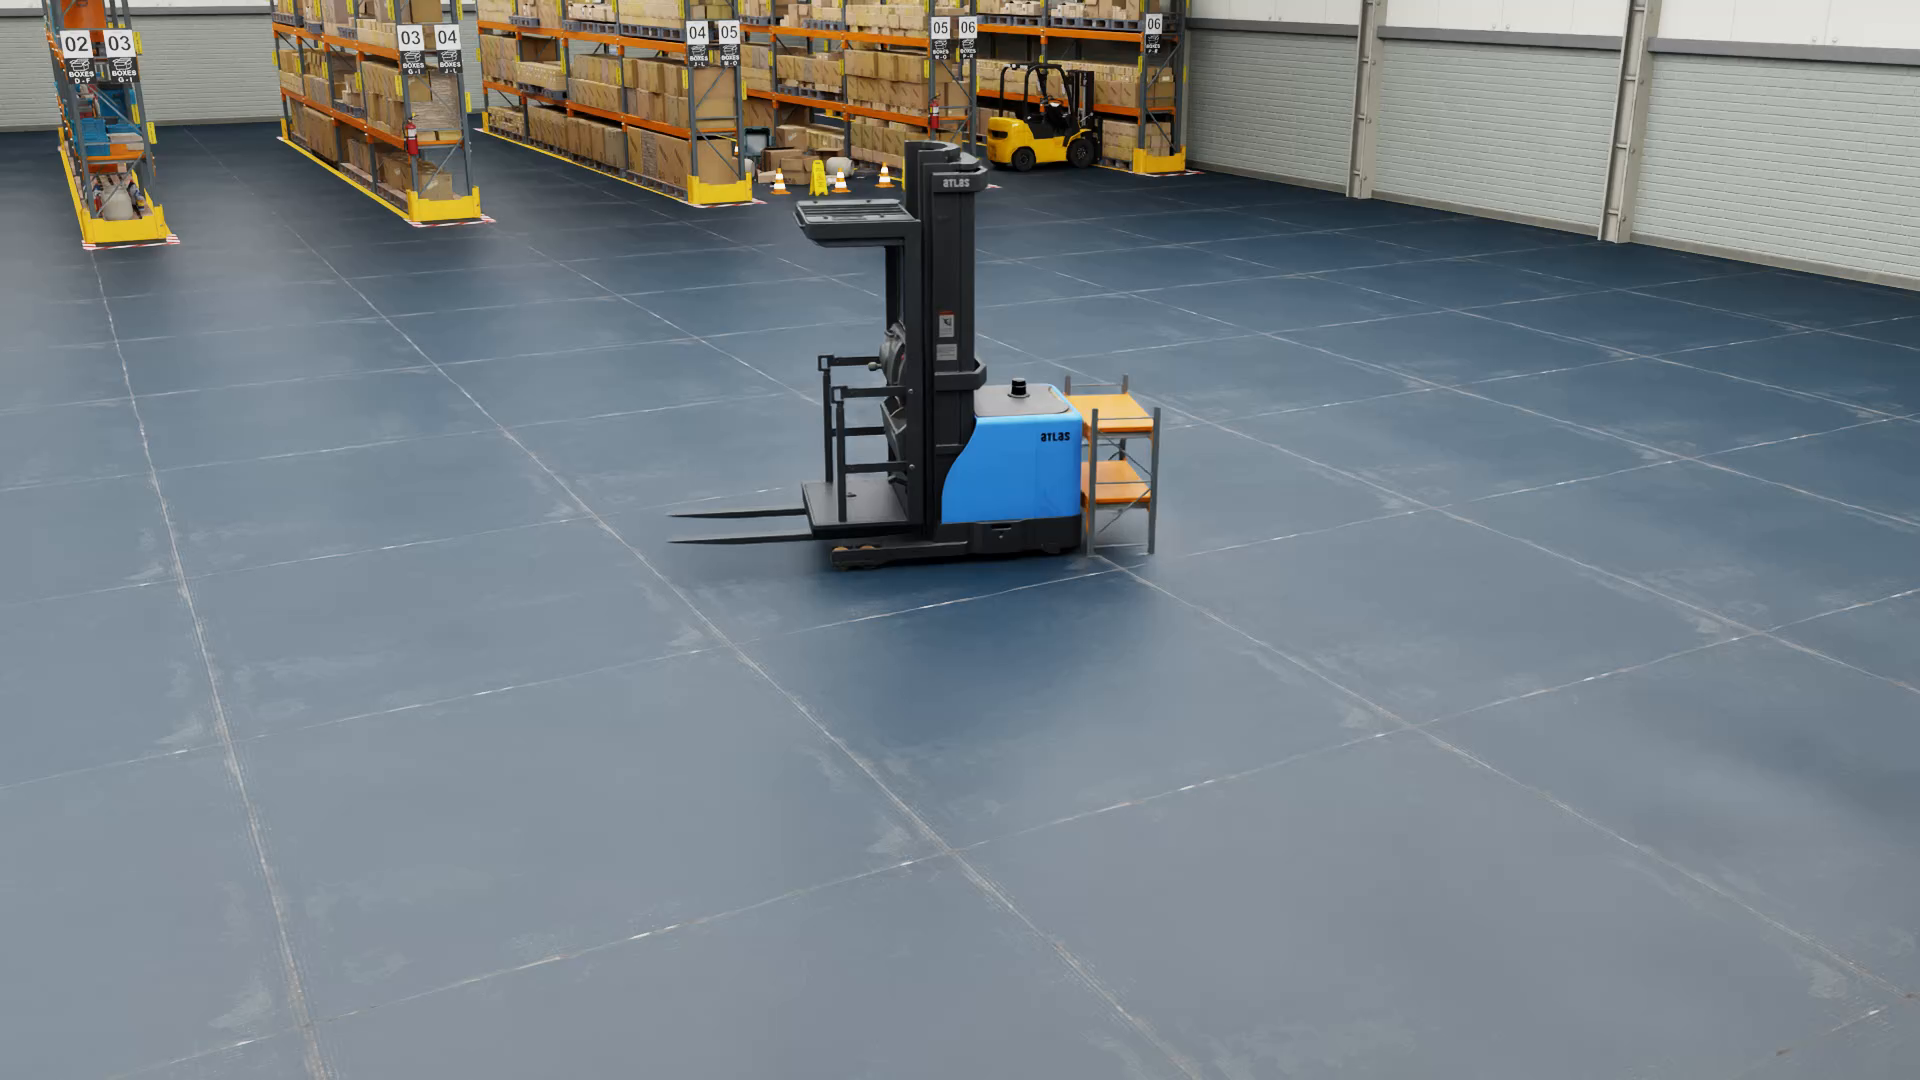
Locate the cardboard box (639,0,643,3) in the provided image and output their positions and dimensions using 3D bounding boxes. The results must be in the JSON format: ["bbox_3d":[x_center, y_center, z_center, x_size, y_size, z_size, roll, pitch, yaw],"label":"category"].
[{"bbox_3d":[-5.874,-10.255,31.519,0.380,0.149,0.250,-10,21,-27],"label":"cardboard box"}]

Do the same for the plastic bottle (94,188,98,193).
[{"bbox_3d":[-14.932,-5.948,28.779,0.097,0.271,0.097,0,19,0],"label":"plastic bottle"}]

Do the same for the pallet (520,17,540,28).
[{"bbox_3d":[-9.458,-11.990,38.470,1.213,0.211,1.003,-10,21,-27],"label":"pallet"}]

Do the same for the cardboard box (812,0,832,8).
[{"bbox_3d":[-2.936,-11.869,36.651,0.500,0.250,0.500,-10,21,-26],"label":"cardboard box"}]

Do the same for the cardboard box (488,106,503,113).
[{"bbox_3d":[-12.102,-11.229,43.390,0.380,0.149,0.250,-11,22,-29],"label":"cardboard box"}]

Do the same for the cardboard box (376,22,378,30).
[{"bbox_3d":[-10.079,-9.073,29.348,0.380,0.149,0.250,-9,21,-25],"label":"cardboard box"}]

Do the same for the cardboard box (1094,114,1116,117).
[{"bbox_3d":[3.208,-9.391,37.286,0.500,0.250,0.500,-10,21,-26],"label":"cardboard box"}]

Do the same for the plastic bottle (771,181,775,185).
[{"bbox_3d":[-3.687,-7.133,33.209,0.283,0.061,0.133,16,25,39],"label":"plastic bottle"}]

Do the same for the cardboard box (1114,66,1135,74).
[{"bbox_3d":[3.520,-10.057,35.575,0.380,0.149,0.250,-10,21,-26],"label":"cardboard box"}]

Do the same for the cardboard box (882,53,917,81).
[{"bbox_3d":[-1.147,-9.553,33.576,0.700,0.500,0.500,-10,22,-27],"label":"cardboard box"}]

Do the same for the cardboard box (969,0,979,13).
[{"bbox_3d":[0.552,-13.035,40.258,0.500,0.500,0.500,-10,21,-26],"label":"cardboard box"}]

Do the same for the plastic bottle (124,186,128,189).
[{"bbox_3d":[-14.593,-6.044,29.049,0.152,0.276,0.135,-10,21,-27],"label":"plastic bottle"}]

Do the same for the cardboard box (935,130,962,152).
[{"bbox_3d":[-0.297,-8.037,33.747,0.500,0.500,0.500,-11,22,-28],"label":"cardboard box"}]

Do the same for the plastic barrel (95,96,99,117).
[{"bbox_3d":[-15.941,-8.057,31.173,0.433,0.535,0.433,0,19,0],"label":"plastic barrel"}]

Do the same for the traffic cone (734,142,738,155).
[{"bbox_3d":[-4.884,-8.519,36.611,0.336,0.463,0.334,-10,21,-27],"label":"traffic cone"}]

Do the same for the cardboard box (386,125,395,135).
[{"bbox_3d":[-9.989,-7.313,29.612,0.380,0.149,0.250,-10,21,-27],"label":"cardboard box"}]

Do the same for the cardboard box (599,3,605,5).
[{"bbox_3d":[-7.492,-11.372,35.729,0.500,0.311,0.500,-10,21,-27],"label":"cardboard box"}]

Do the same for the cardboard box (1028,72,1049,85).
[{"bbox_3d":[1.863,-10.688,38.470,0.500,0.250,0.500,-10,22,-28],"label":"cardboard box"}]

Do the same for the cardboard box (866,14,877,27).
[{"bbox_3d":[-1.598,-10.678,34.152,0.500,0.250,0.500,-10,21,-26],"label":"cardboard box"}]

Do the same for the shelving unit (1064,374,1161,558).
[{"bbox_3d":[1.123,-0.581,12.587,0.538,1.125,1.048,-2,19,-7],"label":"shelving unit"}]

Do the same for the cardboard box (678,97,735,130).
[{"bbox_3d":[-4.670,-7.878,30.632,0.875,0.550,0.550,-10,21,-27],"label":"cardboard box"}]

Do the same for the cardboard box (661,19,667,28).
[{"bbox_3d":[-5.271,-9.514,30.593,0.380,0.149,0.250,-10,21,-26],"label":"cardboard box"}]

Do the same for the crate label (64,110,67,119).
[{"bbox_3d":[-17.155,-8.239,32.166,0.303,0.233,0.416,-10,21,-27],"label":"crate label"}]

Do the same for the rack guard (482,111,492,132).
[{"bbox_3d":[-12.016,-11.097,44.023,1.175,0.500,0.348,-10,21,-27],"label":"rack guard"}]

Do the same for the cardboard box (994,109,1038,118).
[{"bbox_3d":[1.343,-10.085,40.255,0.875,0.625,0.625,-11,22,-29],"label":"cardboard box"}]

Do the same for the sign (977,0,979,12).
[{"bbox_3d":[0.332,-10.418,32.286,0.100,0.325,0.005,-10,21,-27],"label":"sign"}]

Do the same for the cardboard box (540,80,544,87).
[{"bbox_3d":[-9.375,-10.448,38.053,0.380,0.149,0.250,-11,22,-29],"label":"cardboard box"}]

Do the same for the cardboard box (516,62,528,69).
[{"bbox_3d":[-10.370,-11.329,39.692,0.380,0.149,0.250,-9,21,-24],"label":"cardboard box"}]

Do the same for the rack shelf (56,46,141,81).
[{"bbox_3d":[-14.176,-7.853,27.294,1.077,0.370,4.000,-10,21,-27],"label":"rack shelf"}]

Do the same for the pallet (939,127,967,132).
[{"bbox_3d":[0.101,-10.471,42.654,1.003,0.211,1.213,-10,21,-27],"label":"pallet"}]

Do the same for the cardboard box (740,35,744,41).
[{"bbox_3d":[-5.765,-12.905,42.751,0.380,0.149,0.250,-10,22,-27],"label":"cardboard box"}]

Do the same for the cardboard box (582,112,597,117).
[{"bbox_3d":[-8.367,-9.610,37.923,0.500,0.250,0.500,-11,22,-29],"label":"cardboard box"}]

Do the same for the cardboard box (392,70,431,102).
[{"bbox_3d":[-9.346,-7.748,28.344,0.500,0.500,0.500,-10,21,-27],"label":"cardboard box"}]

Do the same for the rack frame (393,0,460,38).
[{"bbox_3d":[-8.867,-9.804,27.247,1.000,3.000,0.127,-10,21,-27],"label":"rack frame"}]

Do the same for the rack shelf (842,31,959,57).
[{"bbox_3d":[-1.095,-10.155,33.966,1.077,0.370,4.000,-10,21,-27],"label":"rack shelf"}]

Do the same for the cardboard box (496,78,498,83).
[{"bbox_3d":[-11.705,-11.832,42.708,0.380,0.149,0.250,-9,21,-24],"label":"cardboard box"}]

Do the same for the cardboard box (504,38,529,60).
[{"bbox_3d":[-10.864,-12.053,40.821,0.500,0.500,0.500,-11,22,-28],"label":"cardboard box"}]

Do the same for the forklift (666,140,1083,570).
[{"bbox_3d":[-0.663,-1.353,12.059,3.031,2.935,1.130,-3,19,-9],"label":"forklift"}]

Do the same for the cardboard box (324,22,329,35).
[{"bbox_3d":[-12.667,-10.437,33.911,0.500,0.250,0.500,-10,21,-26],"label":"cardboard box"}]

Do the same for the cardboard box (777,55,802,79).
[{"bbox_3d":[-3.935,-11.021,38.718,0.500,0.500,0.500,-11,22,-28],"label":"cardboard box"}]

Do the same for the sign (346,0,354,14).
[{"bbox_3d":[-11.253,-9.878,30.663,0.100,0.325,0.005,-10,21,-27],"label":"sign"}]

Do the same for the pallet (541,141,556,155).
[{"bbox_3d":[-9.198,-9.260,39.143,1.003,0.211,1.213,-10,21,-27],"label":"pallet"}]

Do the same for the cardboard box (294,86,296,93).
[{"bbox_3d":[-15.488,-10.626,39.212,0.380,0.149,0.250,-10,21,-26],"label":"cardboard box"}]

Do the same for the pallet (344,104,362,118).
[{"bbox_3d":[-11.690,-8.612,33.284,1.003,0.211,1.213,-10,21,-27],"label":"pallet"}]

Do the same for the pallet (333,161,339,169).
[{"bbox_3d":[-12.974,-8.184,36.026,1.003,0.211,1.213,-10,21,-27],"label":"pallet"}]

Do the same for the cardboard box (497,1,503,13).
[{"bbox_3d":[-11.084,-13.129,40.944,0.500,0.250,0.500,-9,21,-24],"label":"cardboard box"}]

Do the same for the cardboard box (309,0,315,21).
[{"bbox_3d":[-13.655,-11.513,35.996,0.797,0.503,0.637,-10,22,-27],"label":"cardboard box"}]

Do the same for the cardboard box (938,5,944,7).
[{"bbox_3d":[-0.323,-13.391,41.860,0.380,0.149,0.250,-10,21,-27],"label":"cardboard box"}]

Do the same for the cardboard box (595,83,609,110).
[{"bbox_3d":[-7.316,-9.301,34.834,0.500,0.500,0.500,-10,21,-26],"label":"cardboard box"}]

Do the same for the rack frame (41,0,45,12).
[{"bbox_3d":[-20.824,-13.630,38.335,1.000,3.000,0.127,-10,21,-27],"label":"rack frame"}]

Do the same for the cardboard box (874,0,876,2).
[{"bbox_3d":[-2.178,-14.693,45.024,0.500,0.250,0.500,-10,22,-28],"label":"cardboard box"}]

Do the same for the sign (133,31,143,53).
[{"bbox_3d":[-12.740,-7.707,25.755,0.100,0.325,0.005,-10,21,-27],"label":"sign"}]

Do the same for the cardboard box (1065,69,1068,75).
[{"bbox_3d":[2.566,-10.416,37.070,0.380,0.149,0.250,-9,21,-25],"label":"cardboard box"}]
